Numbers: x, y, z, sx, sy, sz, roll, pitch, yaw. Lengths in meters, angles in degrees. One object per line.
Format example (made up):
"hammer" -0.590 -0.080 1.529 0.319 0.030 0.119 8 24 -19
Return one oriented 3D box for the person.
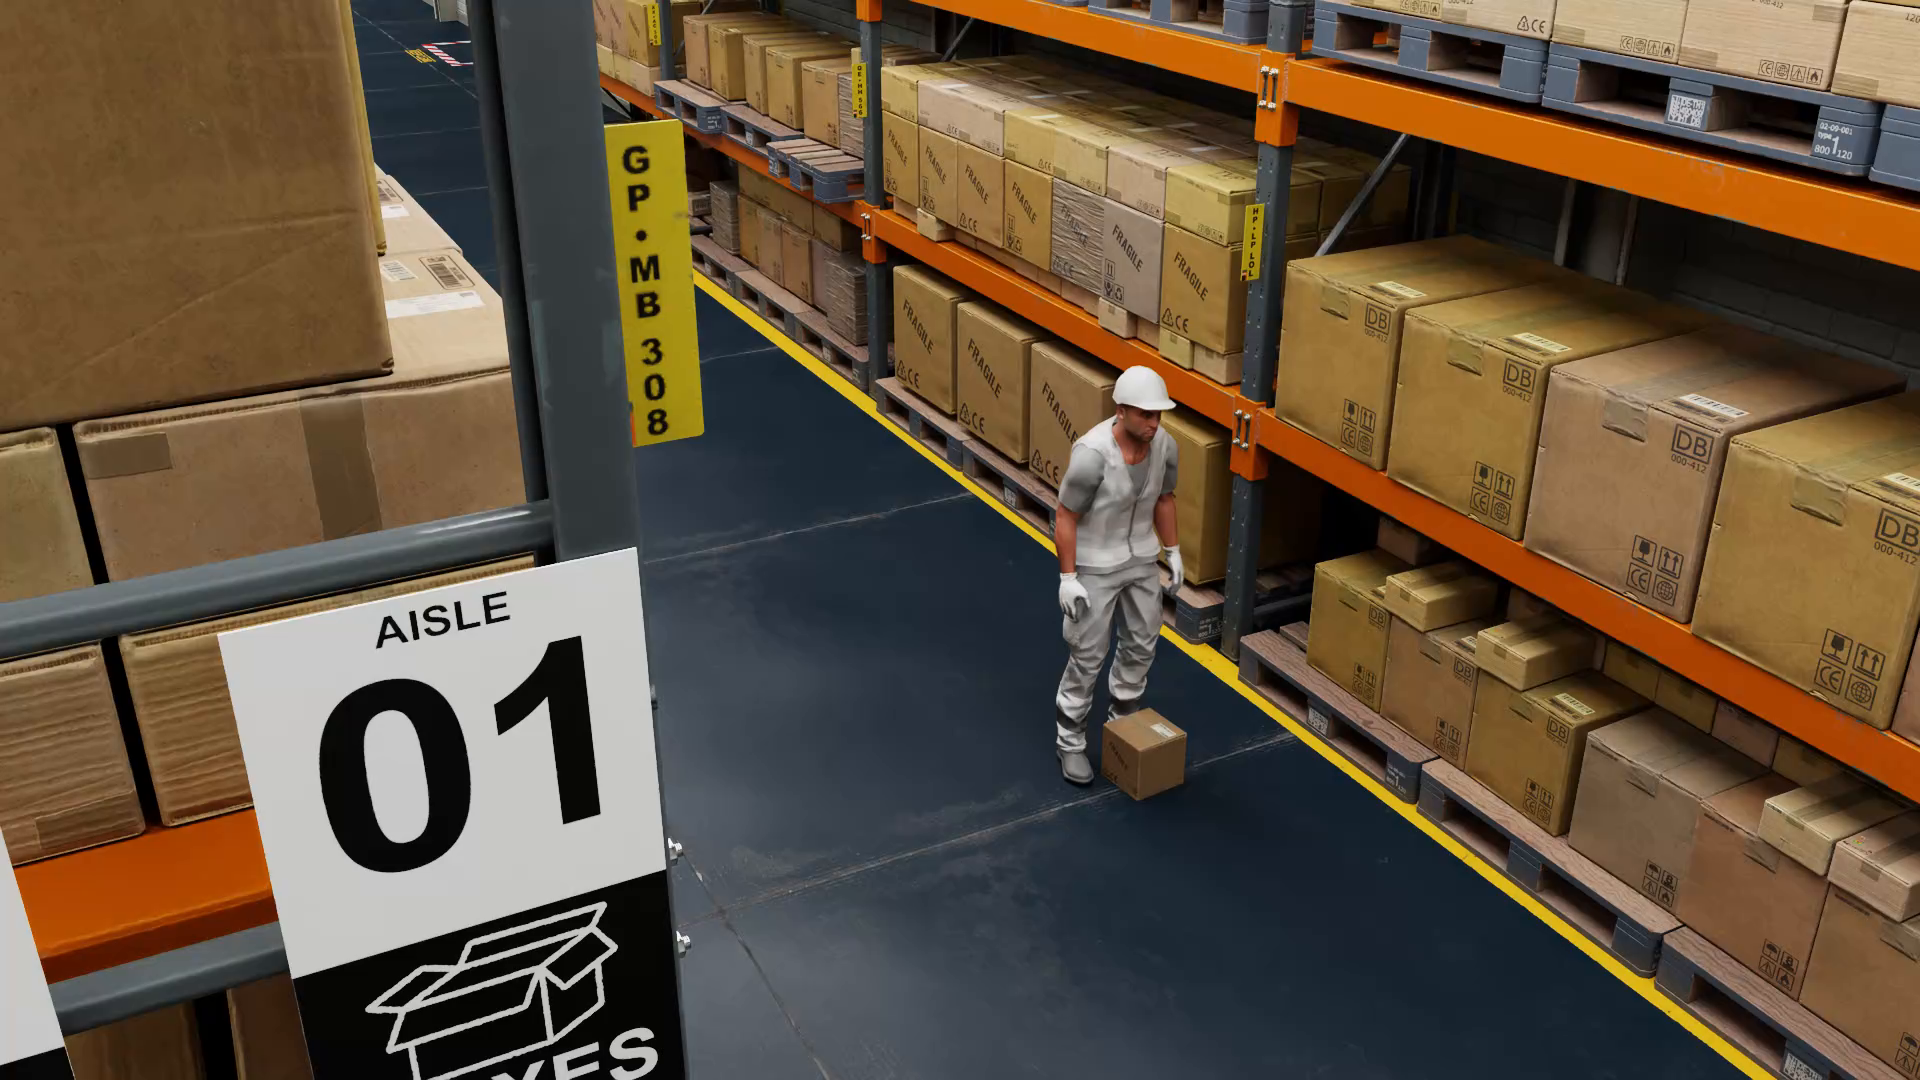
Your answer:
"person" 0.656 0.124 6.828 0.623 1.780 0.448 -14 29 -27
